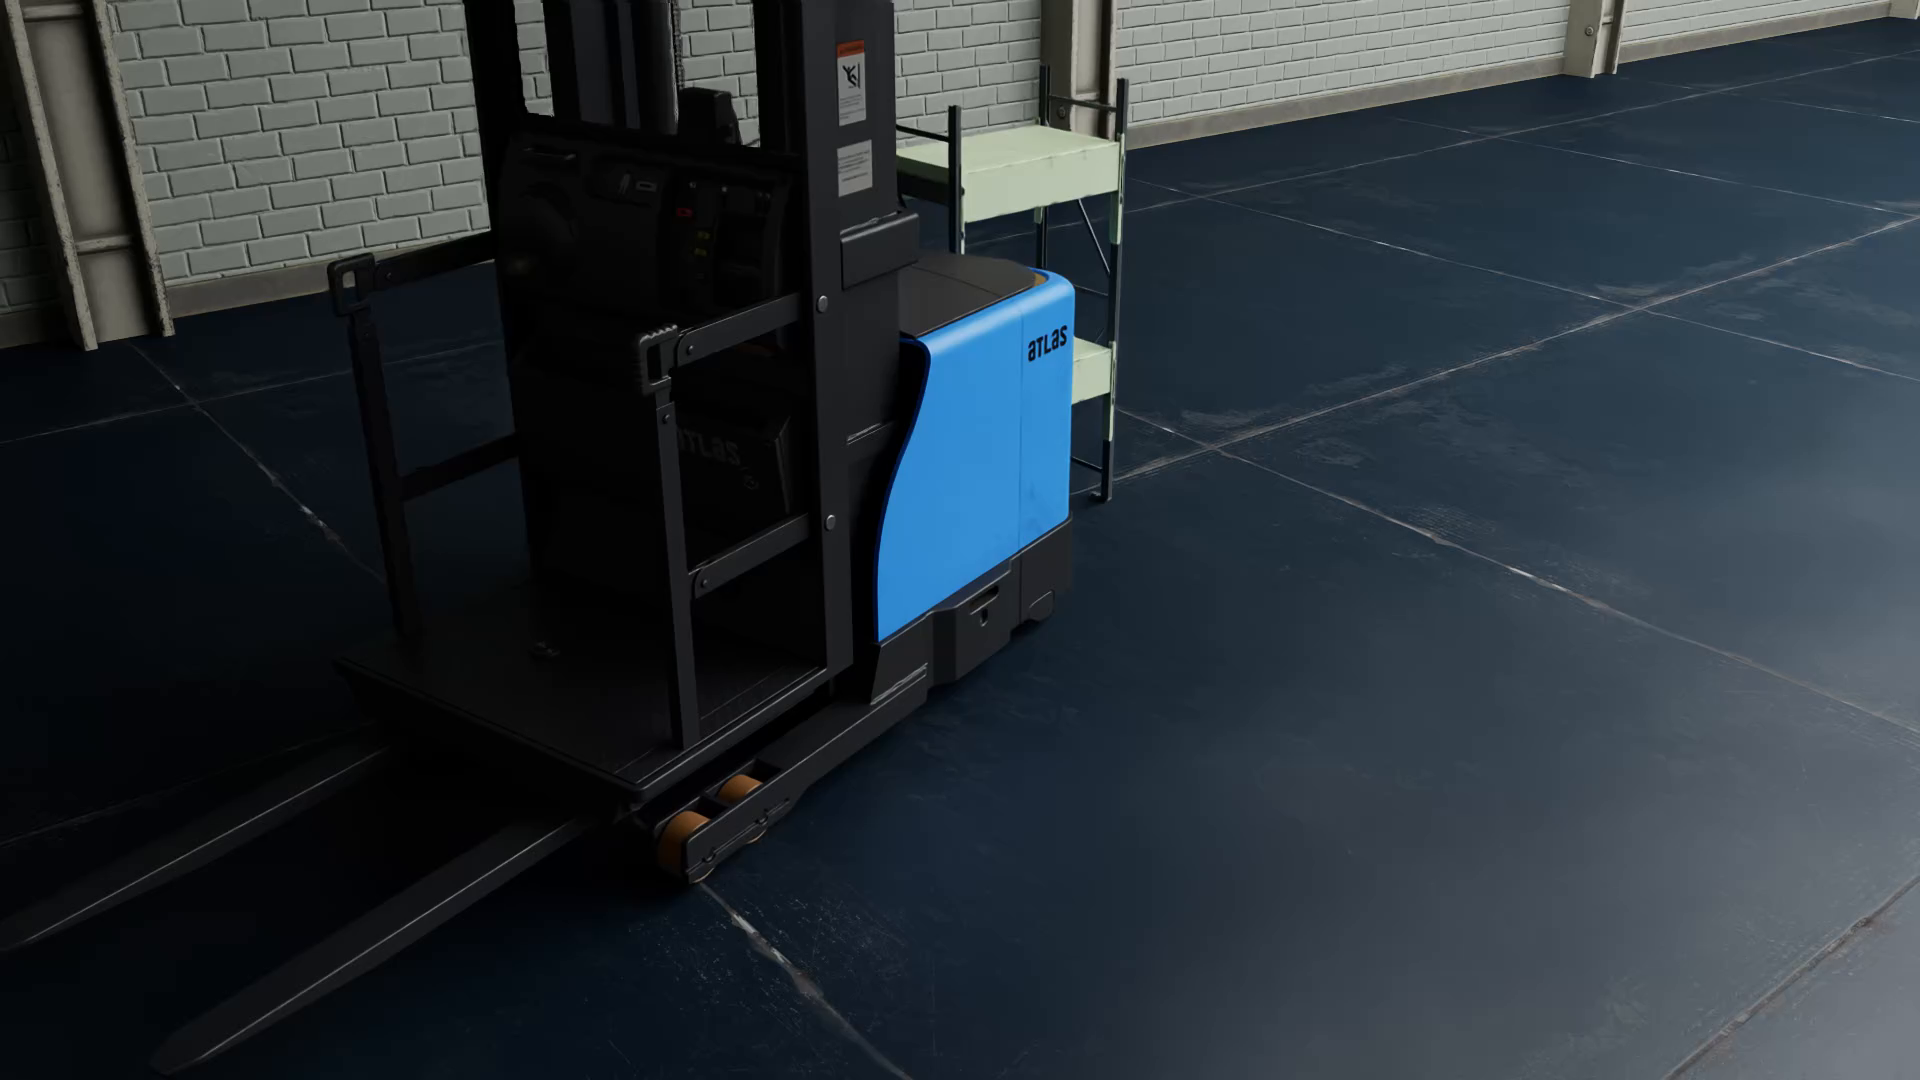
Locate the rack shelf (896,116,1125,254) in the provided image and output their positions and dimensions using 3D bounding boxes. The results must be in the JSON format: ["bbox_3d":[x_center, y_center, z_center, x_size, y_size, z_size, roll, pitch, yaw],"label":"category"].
[{"bbox_3d":[0.138,-1.138,5.494,0.720,0.370,0.431,-20,32,-37],"label":"rack shelf"}]

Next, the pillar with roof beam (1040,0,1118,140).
[{"bbox_3d":[3.430,-5.182,6.226,0.400,9.000,9.100,-18,31,-34],"label":"pillar with roof beam"}]

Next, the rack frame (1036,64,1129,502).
[{"bbox_3d":[0.413,-0.886,5.877,0.023,1.500,0.400,-20,32,-37],"label":"rack frame"}]

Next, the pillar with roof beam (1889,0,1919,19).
[{"bbox_3d":[12.873,-8.299,12.943,0.400,9.000,9.100,-18,31,-34],"label":"pillar with roof beam"}]

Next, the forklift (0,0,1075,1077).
[{"bbox_3d":[-0.895,-0.739,3.860,1.130,2.935,3.031,16,29,31],"label":"forklift"}]

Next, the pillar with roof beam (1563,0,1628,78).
[{"bbox_3d":[8.152,-6.741,9.584,0.400,9.000,9.100,-18,31,-34],"label":"pillar with roof beam"}]

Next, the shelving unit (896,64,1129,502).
[{"bbox_3d":[0.138,-0.784,5.658,0.755,1.500,0.431,-20,32,-37],"label":"shelving unit"}]

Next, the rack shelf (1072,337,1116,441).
[{"bbox_3d":[0.138,-0.488,5.795,0.720,0.370,0.431,-20,32,-37],"label":"rack shelf"}]

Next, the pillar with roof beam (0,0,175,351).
[{"bbox_3d":[-1.291,-3.623,2.868,0.400,9.000,9.100,-18,31,-34],"label":"pillar with roof beam"}]

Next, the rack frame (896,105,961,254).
[{"bbox_3d":[-0.137,-0.682,5.438,0.023,1.500,0.400,-20,32,-37],"label":"rack frame"}]
